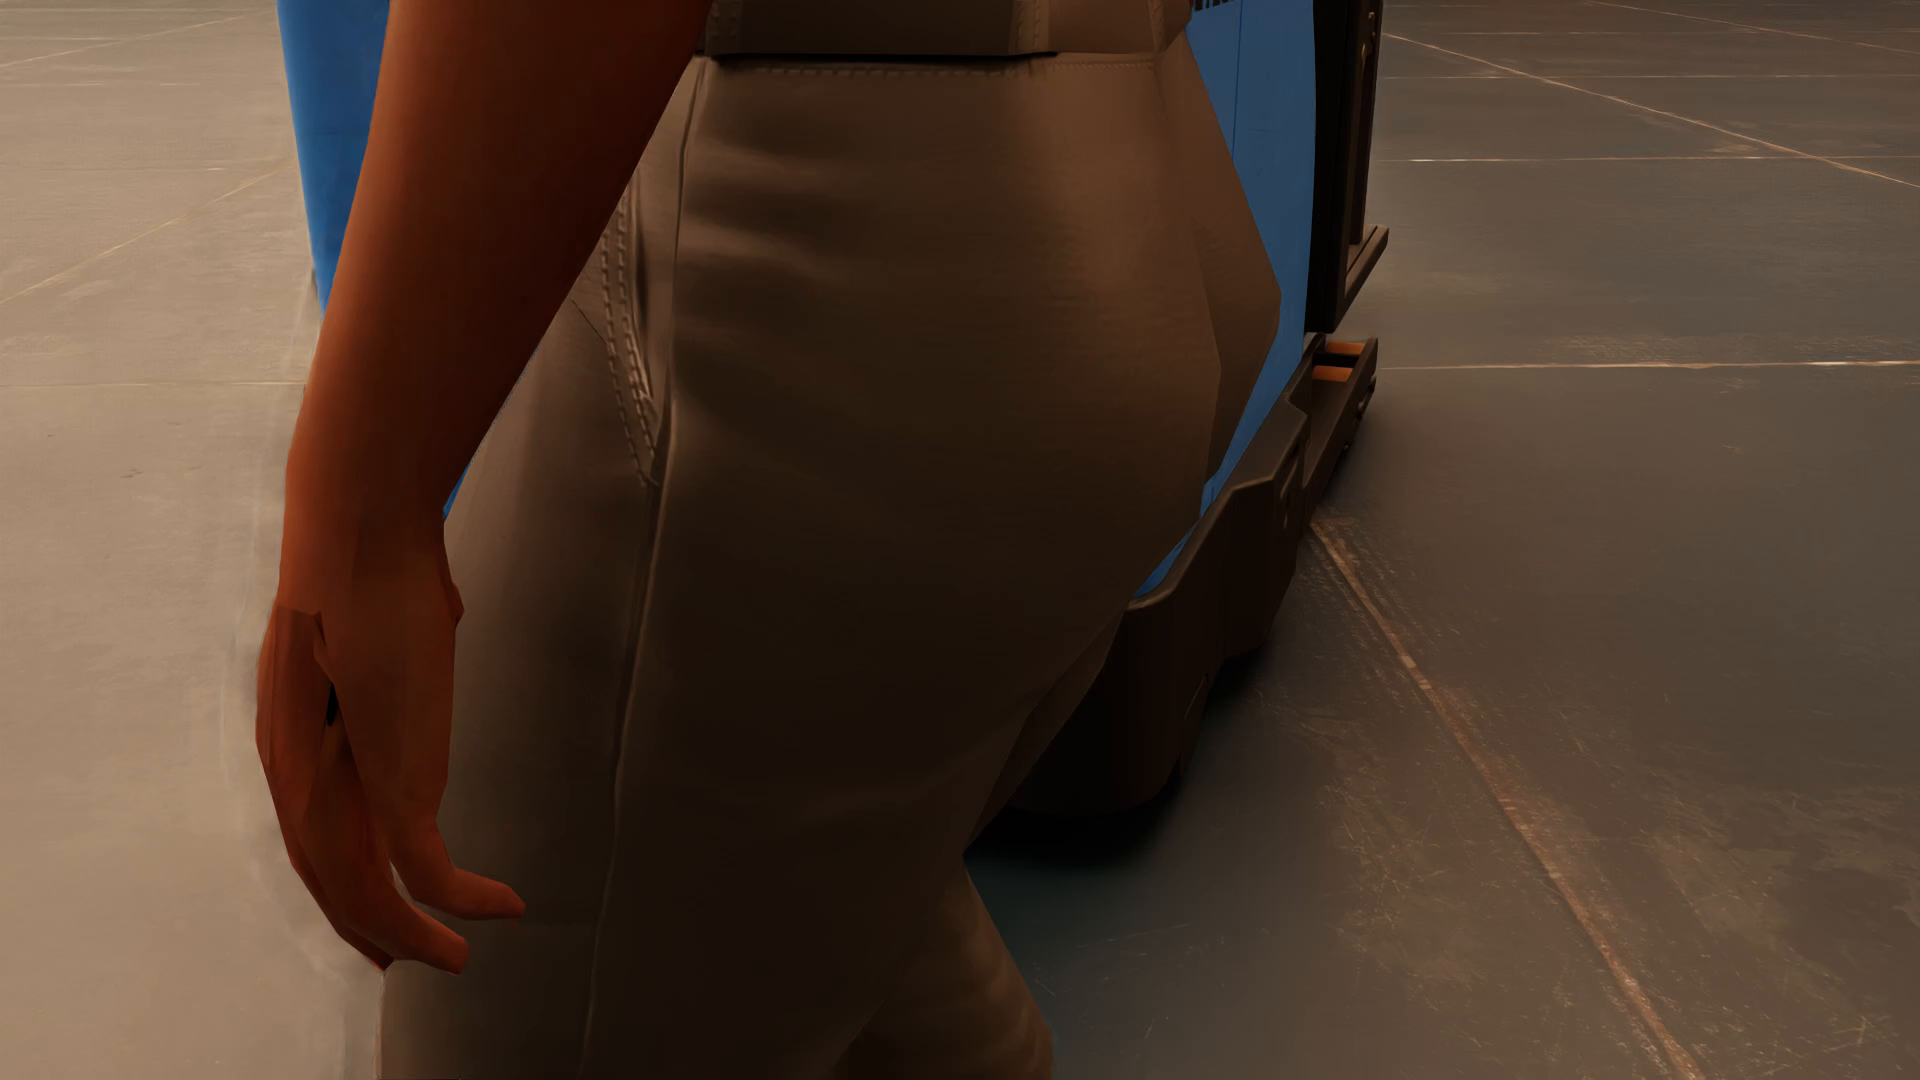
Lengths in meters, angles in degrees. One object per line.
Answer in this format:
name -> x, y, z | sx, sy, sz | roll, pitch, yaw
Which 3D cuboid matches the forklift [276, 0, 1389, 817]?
forklift -> 0.204, -1.574, 2.736 | 1.130, 2.935, 3.031 | 7, 23, 18
